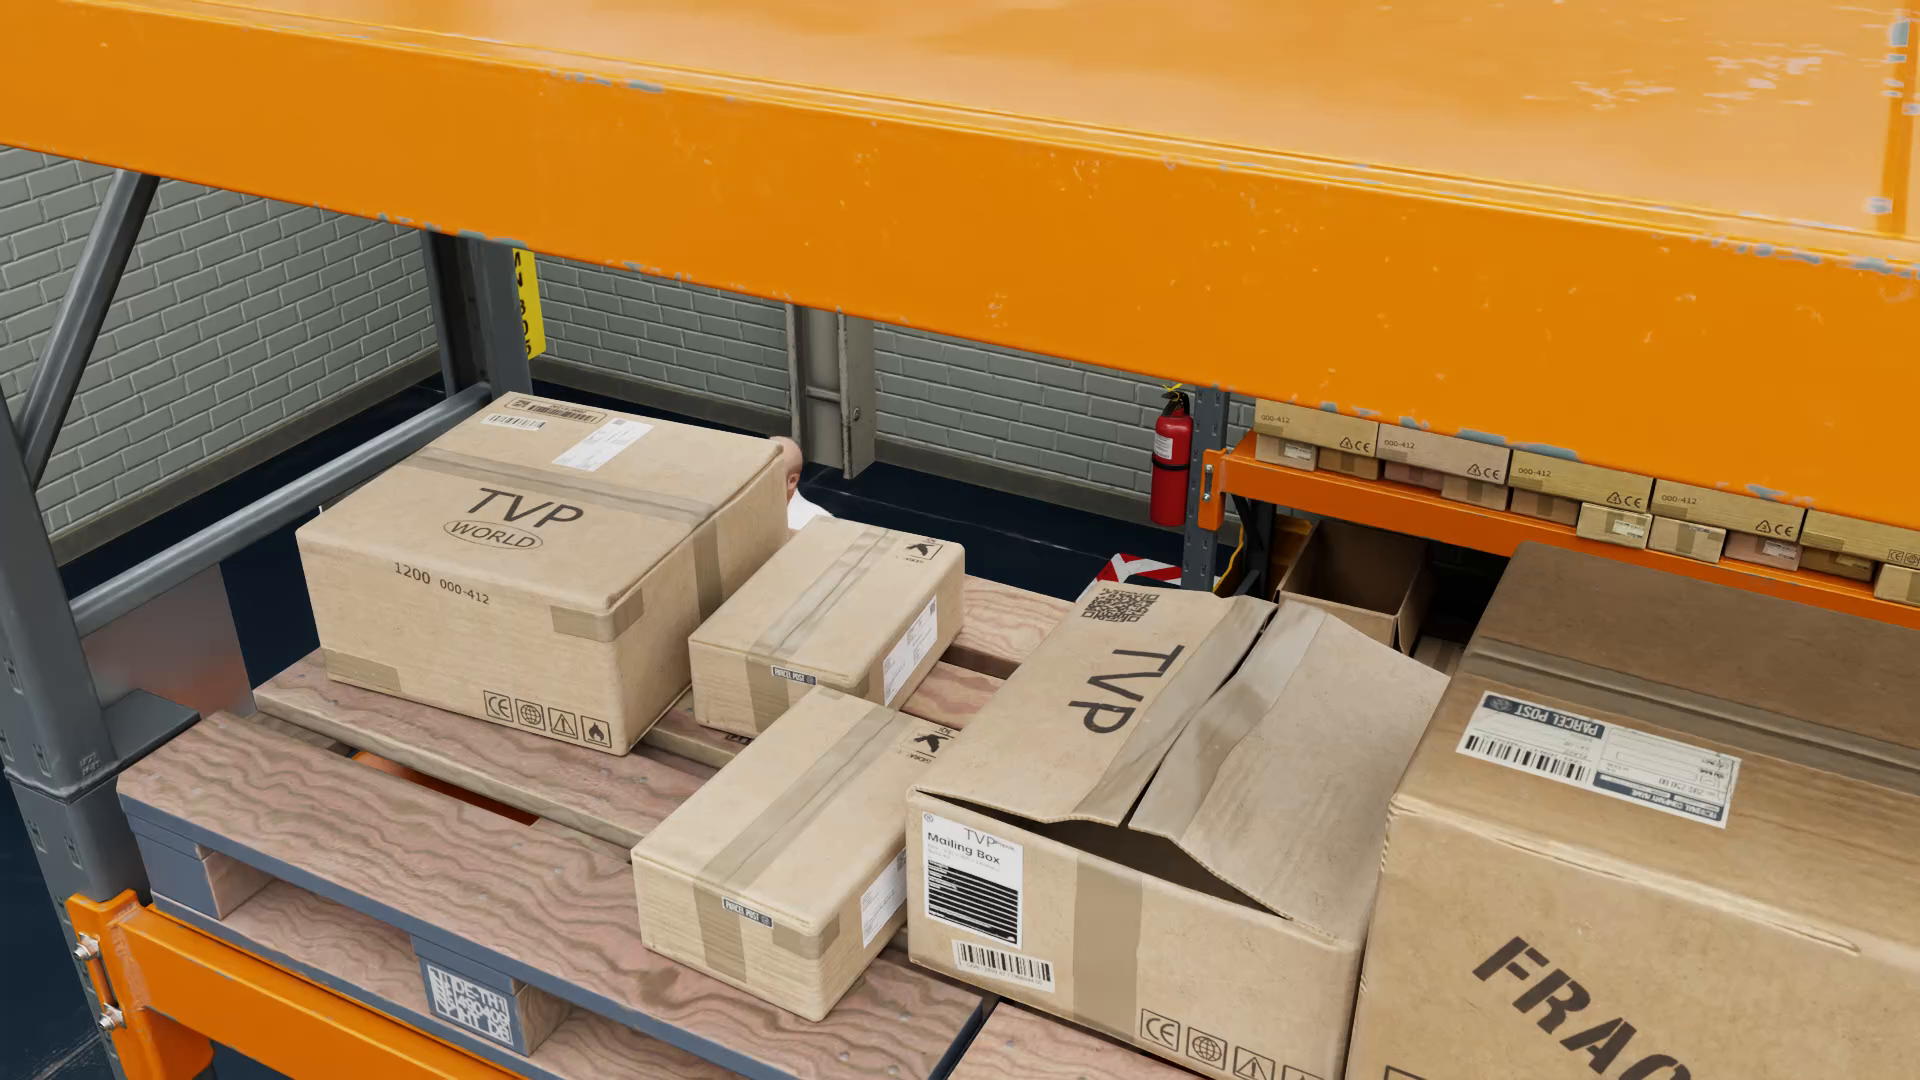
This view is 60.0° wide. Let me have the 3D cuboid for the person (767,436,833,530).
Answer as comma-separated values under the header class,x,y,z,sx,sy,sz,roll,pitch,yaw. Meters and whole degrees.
class,x,y,z,sx,sy,sz,roll,pitch,yaw
person,-0.729,0.445,6.335,0.611,1.763,0.740,14,33,24
